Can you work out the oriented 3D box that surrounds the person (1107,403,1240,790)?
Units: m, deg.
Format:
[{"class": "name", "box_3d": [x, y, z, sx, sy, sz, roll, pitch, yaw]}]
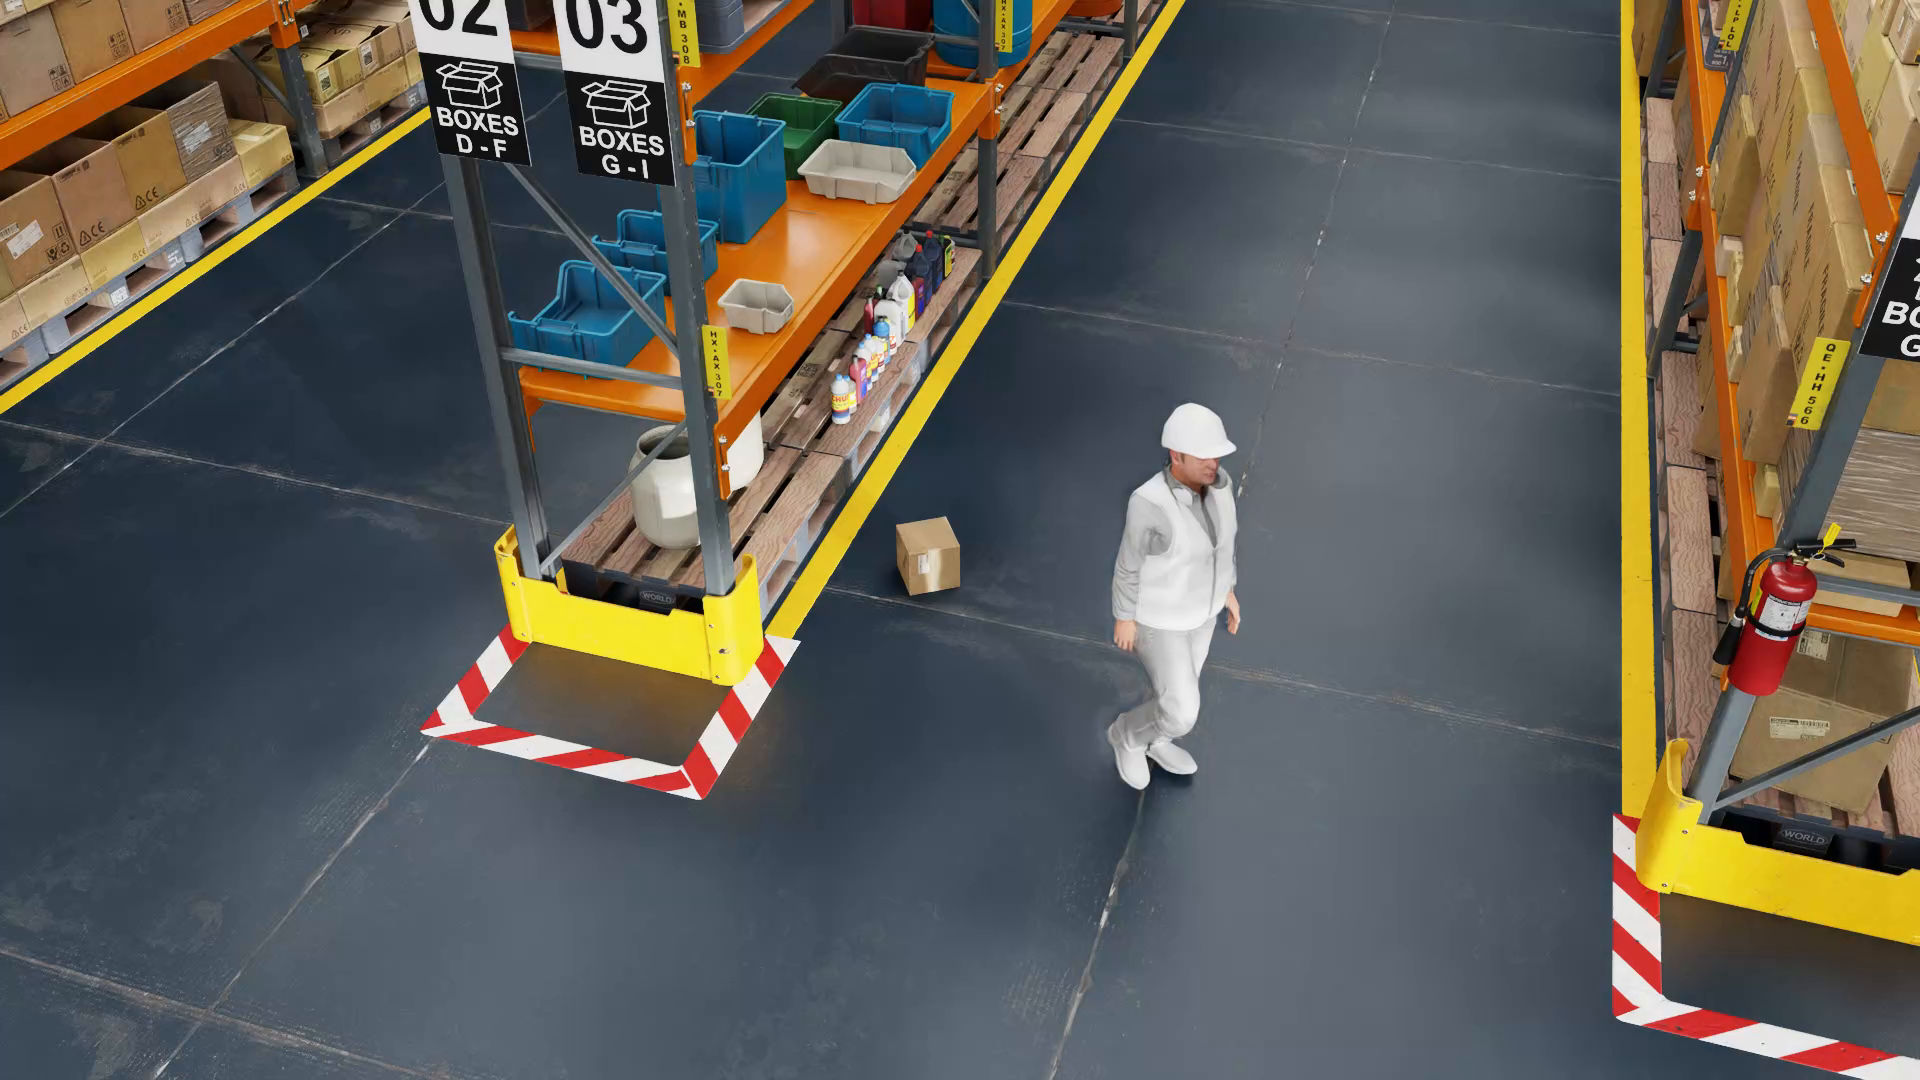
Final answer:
[{"class": "person", "box_3d": [0.867, 0.270, 6.482, 0.546, 1.790, 0.438, -30, 46, -34]}]
